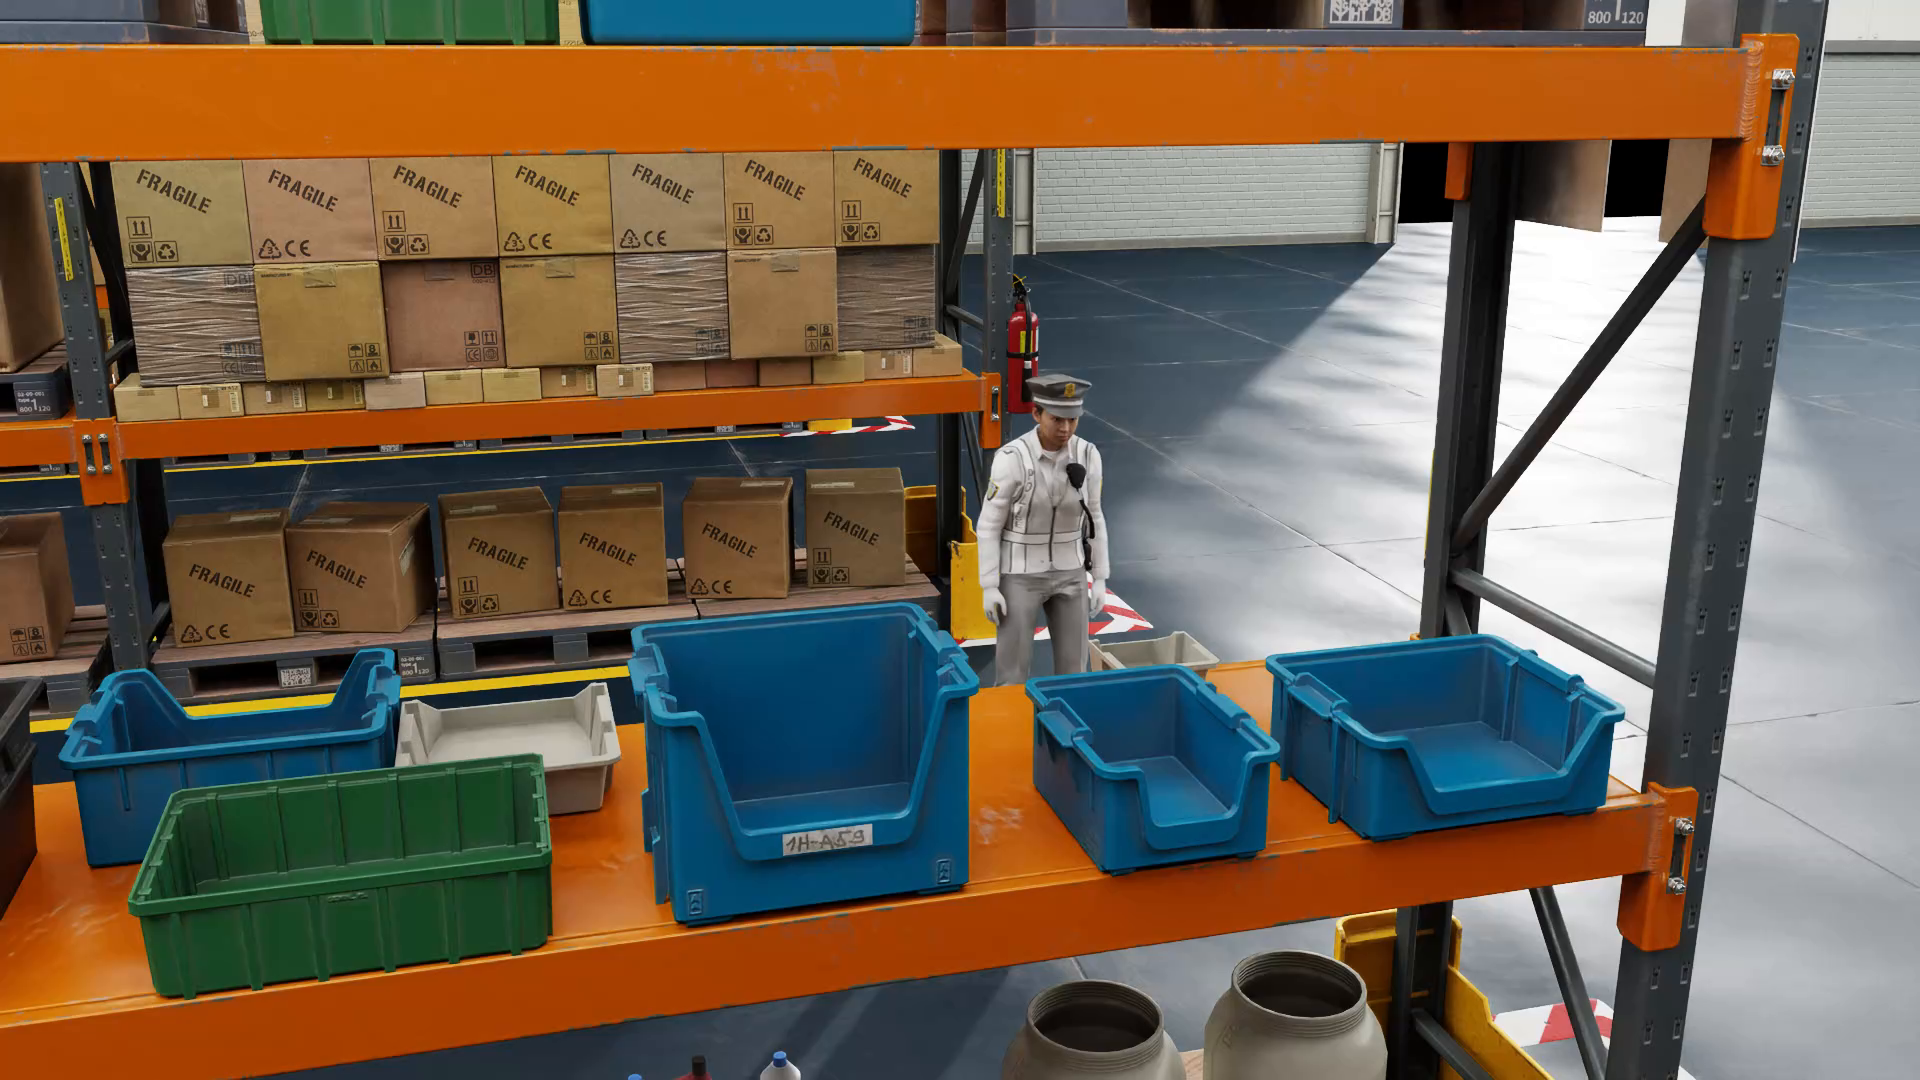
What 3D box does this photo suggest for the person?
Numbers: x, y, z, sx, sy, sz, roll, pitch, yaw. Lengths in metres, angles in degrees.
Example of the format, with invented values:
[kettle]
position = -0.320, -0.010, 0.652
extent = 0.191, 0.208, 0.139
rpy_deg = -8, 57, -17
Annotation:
[person]
position = 0.332, 0.179, 6.407
extent = 0.526, 1.663, 0.411
rpy_deg = -5, 17, -16
